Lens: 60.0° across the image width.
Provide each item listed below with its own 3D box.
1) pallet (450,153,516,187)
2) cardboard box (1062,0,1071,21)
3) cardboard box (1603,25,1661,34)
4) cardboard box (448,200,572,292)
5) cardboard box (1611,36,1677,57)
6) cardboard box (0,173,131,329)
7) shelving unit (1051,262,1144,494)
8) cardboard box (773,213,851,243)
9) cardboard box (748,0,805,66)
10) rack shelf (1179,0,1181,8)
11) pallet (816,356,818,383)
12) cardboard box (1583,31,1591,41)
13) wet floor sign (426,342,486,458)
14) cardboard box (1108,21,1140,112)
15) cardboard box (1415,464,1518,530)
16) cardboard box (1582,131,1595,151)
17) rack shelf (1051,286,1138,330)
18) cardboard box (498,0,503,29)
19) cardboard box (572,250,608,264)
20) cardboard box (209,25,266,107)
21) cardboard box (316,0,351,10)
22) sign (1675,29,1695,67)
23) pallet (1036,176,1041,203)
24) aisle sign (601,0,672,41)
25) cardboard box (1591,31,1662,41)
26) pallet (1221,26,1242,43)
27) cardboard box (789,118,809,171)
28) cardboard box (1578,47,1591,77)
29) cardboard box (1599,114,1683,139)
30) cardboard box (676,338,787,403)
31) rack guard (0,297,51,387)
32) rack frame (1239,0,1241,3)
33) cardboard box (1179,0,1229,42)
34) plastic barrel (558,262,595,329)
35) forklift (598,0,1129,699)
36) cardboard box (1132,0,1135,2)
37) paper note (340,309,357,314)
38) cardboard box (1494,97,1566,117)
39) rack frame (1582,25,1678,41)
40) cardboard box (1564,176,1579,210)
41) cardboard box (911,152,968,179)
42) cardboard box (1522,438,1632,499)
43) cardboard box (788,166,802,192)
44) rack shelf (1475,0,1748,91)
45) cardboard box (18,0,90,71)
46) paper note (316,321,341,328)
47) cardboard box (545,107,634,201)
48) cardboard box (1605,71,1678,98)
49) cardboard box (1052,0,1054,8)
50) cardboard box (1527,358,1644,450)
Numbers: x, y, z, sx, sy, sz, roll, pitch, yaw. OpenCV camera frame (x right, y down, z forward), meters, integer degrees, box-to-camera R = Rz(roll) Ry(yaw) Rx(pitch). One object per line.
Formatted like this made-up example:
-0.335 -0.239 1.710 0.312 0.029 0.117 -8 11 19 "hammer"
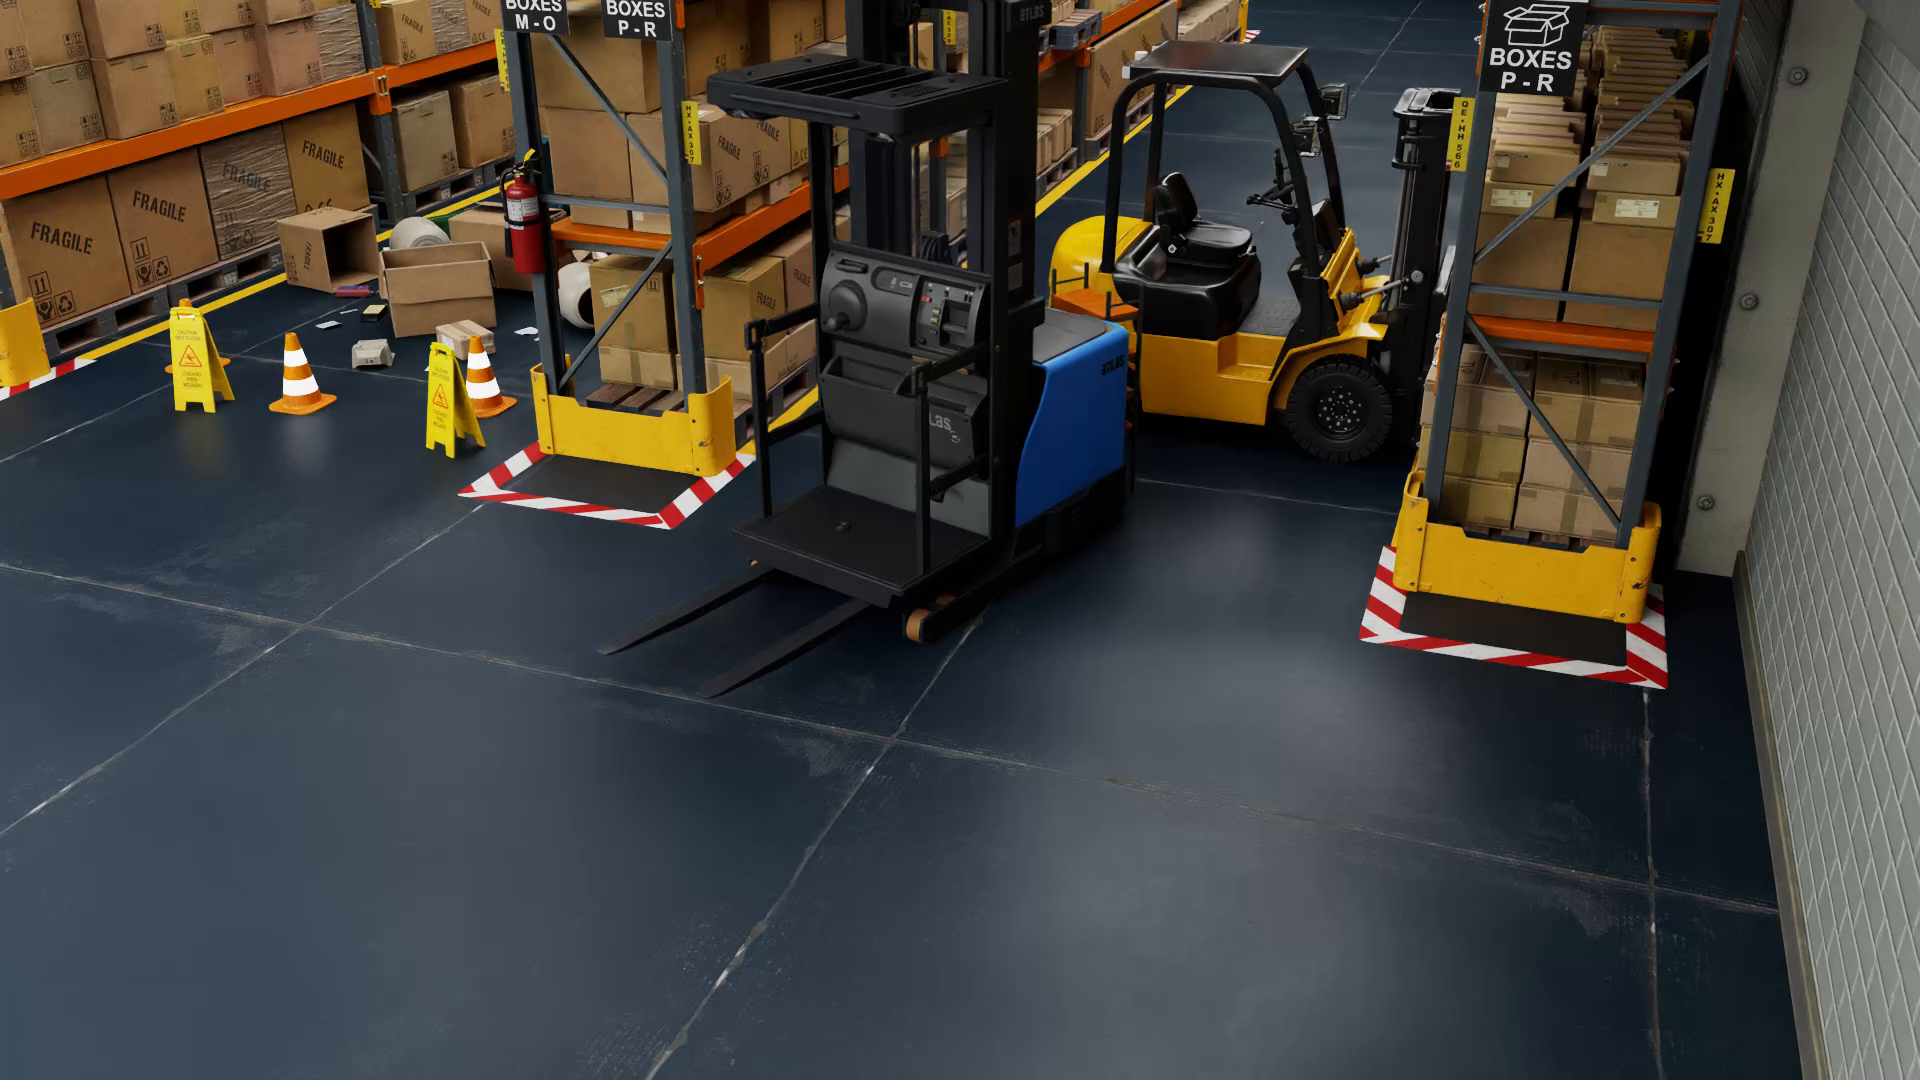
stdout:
-4.705 -3.722 16.195 1.003 0.211 1.213 9 27 17 "pallet"
0.788 -4.790 15.007 0.380 0.149 0.250 9 27 17 "cardboard box"
4.803 -3.613 11.911 0.380 0.149 0.250 9 27 17 "cardboard box"
-3.424 -2.238 12.638 0.797 0.637 0.503 9 27 17 "cardboard box"
4.267 -3.047 10.401 0.380 0.149 0.250 9 27 18 "cardboard box"
-6.463 -2.023 11.442 0.875 0.875 0.875 9 27 18 "cardboard box"
0.737 -0.871 9.173 0.258 1.200 0.503 -16 30 -29 "shelving unit"
-1.043 -1.836 10.913 0.500 0.500 0.500 9 27 18 "cardboard box"
-1.415 -3.312 10.546 0.700 0.500 0.500 9 27 17 "cardboard box"
2.734 -7.255 21.118 1.077 0.370 4.000 9 27 17 "rack shelf"
-1.188 -1.430 11.462 1.003 0.211 1.213 9 27 17 "pallet"
4.193 -3.462 11.600 0.380 0.149 0.250 9 27 17 "cardboard box"
-2.997 -0.843 9.751 0.267 0.644 0.232 20 32 35 "wet floor sign"
1.347 -4.984 17.557 0.875 0.875 0.875 9 27 18 "cardboard box"
2.616 -0.298 8.596 0.500 0.250 0.500 9 27 18 "cardboard box"
3.676 -1.946 9.213 0.500 0.500 0.500 9 27 18 "cardboard box"
0.737 -1.225 9.001 0.258 0.148 0.480 -16 30 -29 "rack shelf"
-4.361 -4.989 15.498 0.500 0.500 0.500 9 27 18 "cardboard box"
-2.888 -2.215 13.021 0.258 0.266 0.396 -9 27 -18 "cardboard box"
-5.859 -3.626 12.624 0.875 0.550 0.550 9 27 17 "cardboard box"
-5.450 -4.553 13.300 0.875 0.550 0.550 9 27 17 "cardboard box"
4.613 -3.097 10.619 0.100 0.325 0.005 9 27 17 "sign"
0.069 -3.038 14.781 1.003 0.211 1.213 9 27 17 "pallet"
-1.653 -2.925 8.367 0.394 0.787 0.004 9 27 17 "aisle sign"
5.020 -3.706 12.561 0.500 0.250 0.500 8 27 16 "cardboard box"
3.208 -6.806 22.564 1.003 0.211 1.213 9 27 17 "pallet"
-1.168 -2.582 10.184 0.500 0.500 0.500 8 27 16 "cardboard box"
3.625 -2.907 10.112 0.380 0.149 0.250 8 27 16 "cardboard box"
3.361 -1.998 8.234 0.380 0.149 0.250 9 27 18 "cardboard box"
-1.395 -1.069 10.188 0.500 0.250 0.500 9 27 17 "cardboard box"
-6.634 -1.367 11.000 1.175 0.500 0.348 9 27 17 "rack guard"
3.400 -8.401 22.659 1.000 3.000 0.127 9 27 17 "rack frame"
2.978 -6.774 21.756 0.875 0.438 0.875 9 27 19 "cardboard box"
-2.665 -1.734 11.847 0.421 0.421 0.512 -14 29 -27 "plastic barrel"
-0.401 -1.076 7.608 1.130 2.935 3.031 18 31 33 "forklift"
1.633 -5.842 17.546 0.500 0.250 0.500 9 27 17 "cardboard box"
-4.486 -1.678 12.204 0.123 0.001 0.032 -20 33 -36 "paper note"
2.927 -2.188 8.626 0.380 0.149 0.250 9 27 19 "cardboard box"
4.089 -2.751 10.990 1.000 3.000 0.127 9 27 17 "rack frame"
2.855 -1.605 8.507 0.500 0.500 0.500 10 27 19 "cardboard box"
-0.185 -2.988 14.012 0.950 0.372 0.625 11 28 21 "cardboard box"
3.110 -0.447 8.331 0.500 0.250 0.500 9 27 18 "cardboard box"
-1.199 -2.234 10.210 0.380 0.149 0.250 9 27 19 "cardboard box"
3.423 -2.956 8.796 1.077 0.370 4.000 9 27 17 "rack shelf"
-6.370 -3.442 11.005 0.875 0.550 0.550 9 27 17 "cardboard box"
-4.517 -1.546 11.910 0.144 0.017 0.142 20 32 35 "paper note"
-2.004 -2.268 9.535 0.500 0.500 0.500 8 27 17 "cardboard box"
3.811 -2.525 9.323 0.380 0.149 0.250 8 27 17 "cardboard box"
0.520 -4.832 14.351 0.500 0.500 0.500 7 27 14 "cardboard box"
3.096 -0.679 8.236 0.500 0.250 0.500 8 27 17 "cardboard box"
